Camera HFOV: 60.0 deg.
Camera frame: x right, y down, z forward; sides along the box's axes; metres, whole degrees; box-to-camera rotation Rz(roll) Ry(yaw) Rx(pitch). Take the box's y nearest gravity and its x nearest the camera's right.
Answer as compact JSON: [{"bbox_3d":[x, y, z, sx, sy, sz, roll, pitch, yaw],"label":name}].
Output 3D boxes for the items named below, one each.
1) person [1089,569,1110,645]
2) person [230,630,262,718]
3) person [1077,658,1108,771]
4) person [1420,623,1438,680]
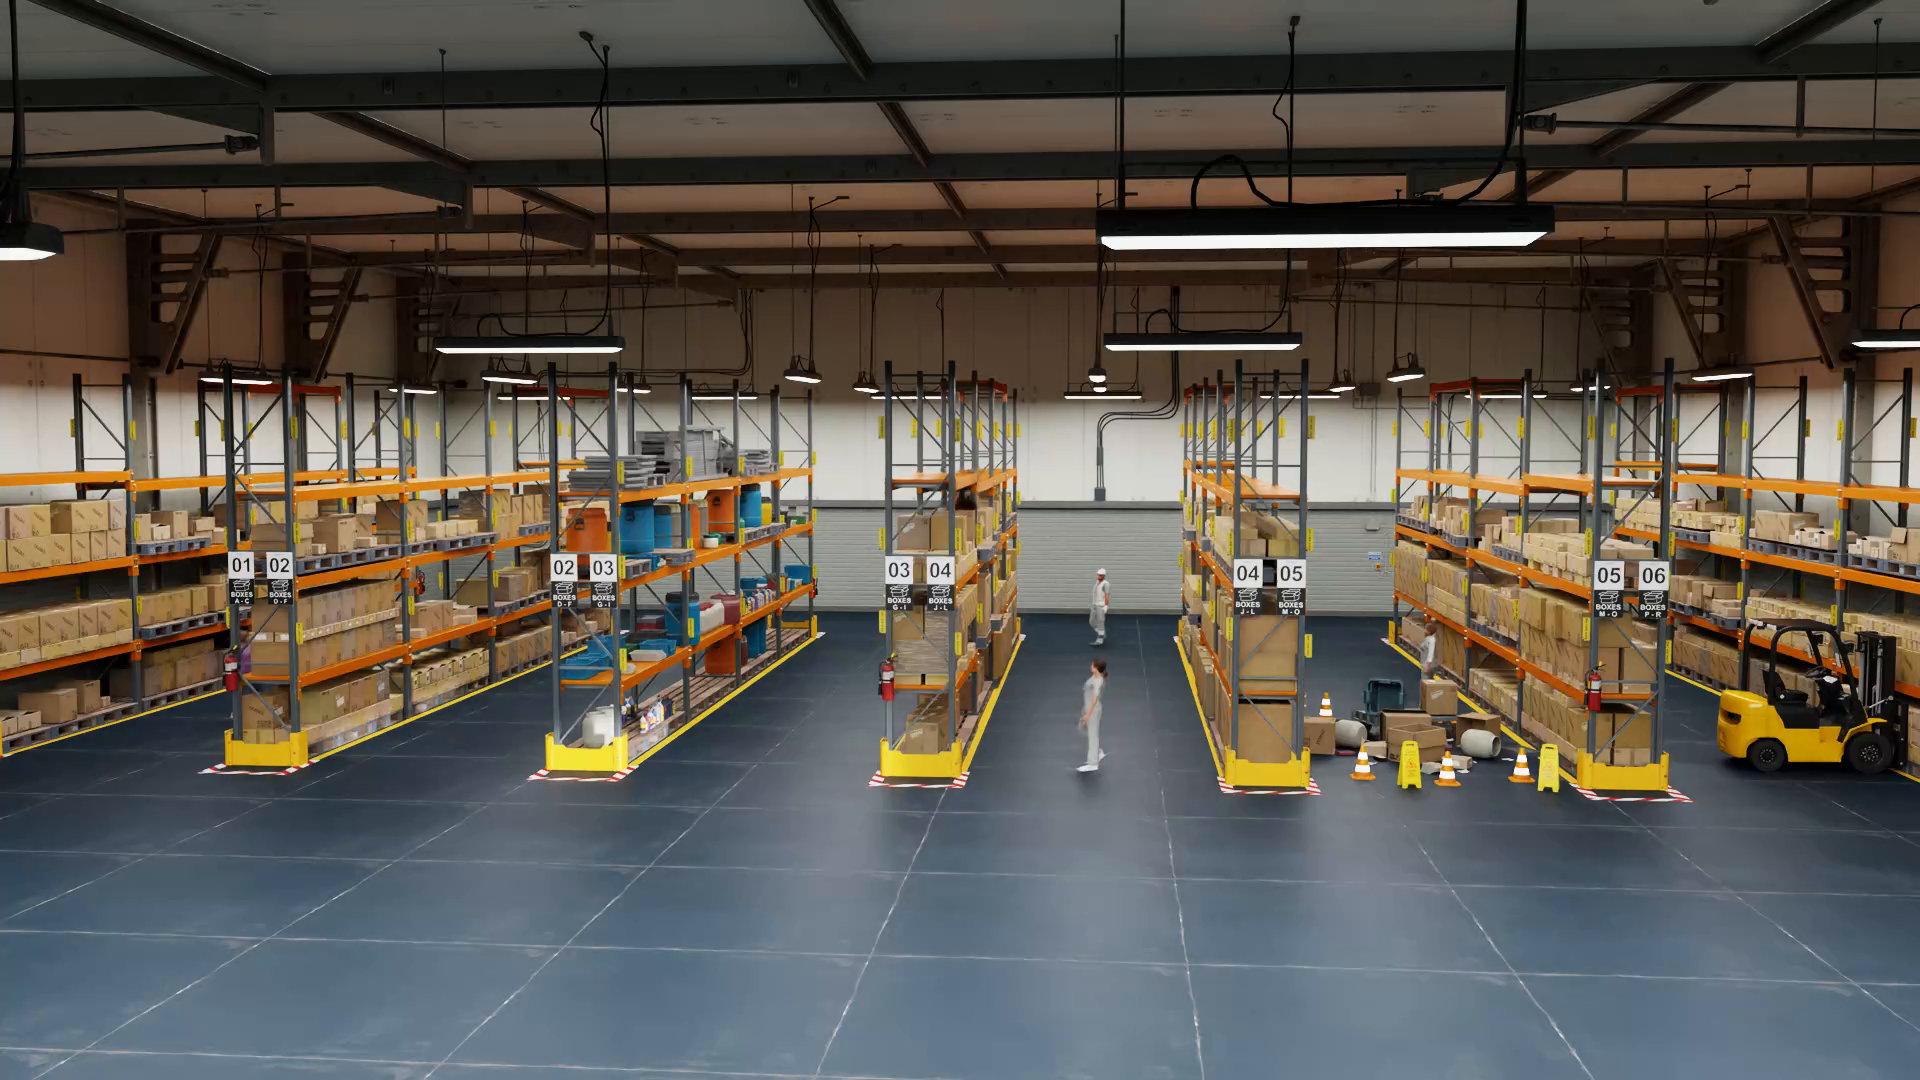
[{"bbox_3d":[3.236,1.565,38.736,0.451,1.792,0.569,-2,4,-23],"label":"person"},{"bbox_3d":[-12.295,2.320,28.736,0.498,1.551,0.790,-4,5,-44],"label":"person"},{"bbox_3d":[1.941,2.549,24.563,0.468,1.659,0.557,-1,4,-10],"label":"person"},{"bbox_3d":[8.308,2.268,29.582,0.365,1.599,0.478,2,4,28],"label":"person"}]
